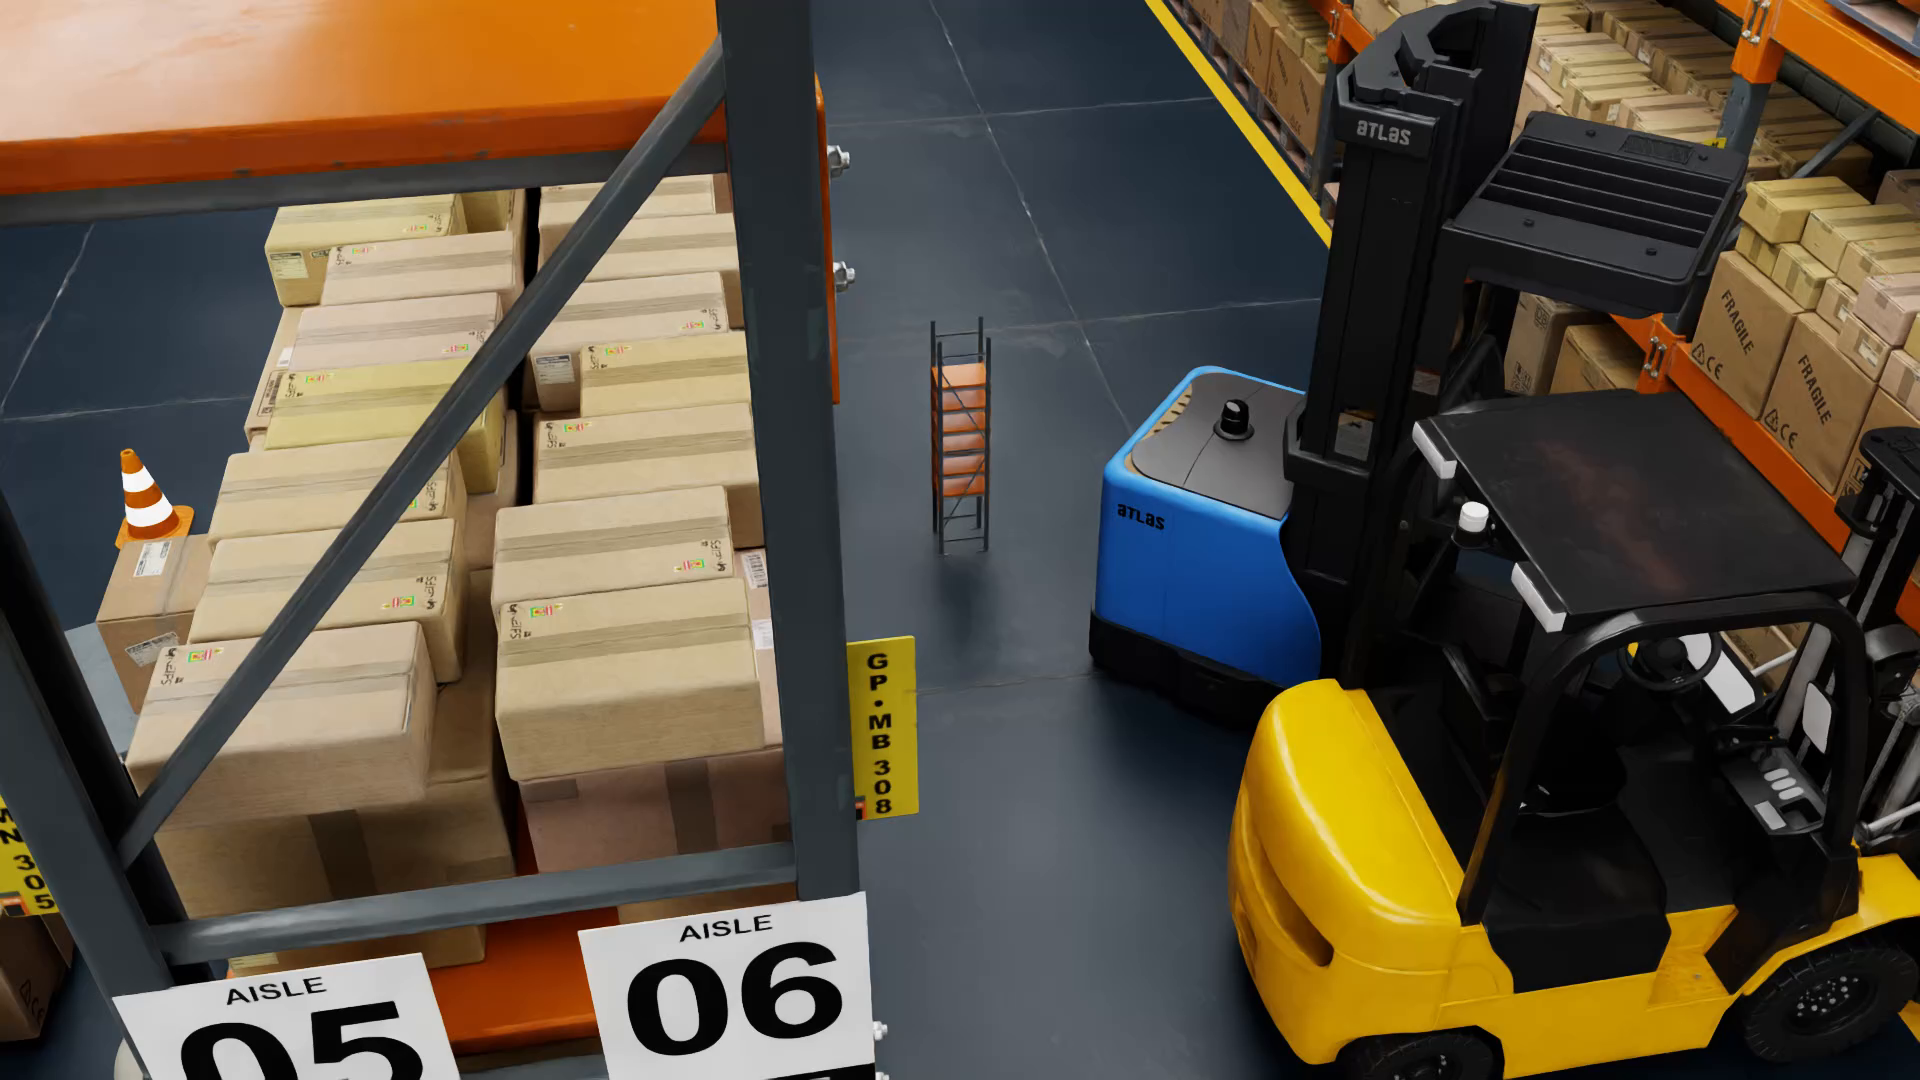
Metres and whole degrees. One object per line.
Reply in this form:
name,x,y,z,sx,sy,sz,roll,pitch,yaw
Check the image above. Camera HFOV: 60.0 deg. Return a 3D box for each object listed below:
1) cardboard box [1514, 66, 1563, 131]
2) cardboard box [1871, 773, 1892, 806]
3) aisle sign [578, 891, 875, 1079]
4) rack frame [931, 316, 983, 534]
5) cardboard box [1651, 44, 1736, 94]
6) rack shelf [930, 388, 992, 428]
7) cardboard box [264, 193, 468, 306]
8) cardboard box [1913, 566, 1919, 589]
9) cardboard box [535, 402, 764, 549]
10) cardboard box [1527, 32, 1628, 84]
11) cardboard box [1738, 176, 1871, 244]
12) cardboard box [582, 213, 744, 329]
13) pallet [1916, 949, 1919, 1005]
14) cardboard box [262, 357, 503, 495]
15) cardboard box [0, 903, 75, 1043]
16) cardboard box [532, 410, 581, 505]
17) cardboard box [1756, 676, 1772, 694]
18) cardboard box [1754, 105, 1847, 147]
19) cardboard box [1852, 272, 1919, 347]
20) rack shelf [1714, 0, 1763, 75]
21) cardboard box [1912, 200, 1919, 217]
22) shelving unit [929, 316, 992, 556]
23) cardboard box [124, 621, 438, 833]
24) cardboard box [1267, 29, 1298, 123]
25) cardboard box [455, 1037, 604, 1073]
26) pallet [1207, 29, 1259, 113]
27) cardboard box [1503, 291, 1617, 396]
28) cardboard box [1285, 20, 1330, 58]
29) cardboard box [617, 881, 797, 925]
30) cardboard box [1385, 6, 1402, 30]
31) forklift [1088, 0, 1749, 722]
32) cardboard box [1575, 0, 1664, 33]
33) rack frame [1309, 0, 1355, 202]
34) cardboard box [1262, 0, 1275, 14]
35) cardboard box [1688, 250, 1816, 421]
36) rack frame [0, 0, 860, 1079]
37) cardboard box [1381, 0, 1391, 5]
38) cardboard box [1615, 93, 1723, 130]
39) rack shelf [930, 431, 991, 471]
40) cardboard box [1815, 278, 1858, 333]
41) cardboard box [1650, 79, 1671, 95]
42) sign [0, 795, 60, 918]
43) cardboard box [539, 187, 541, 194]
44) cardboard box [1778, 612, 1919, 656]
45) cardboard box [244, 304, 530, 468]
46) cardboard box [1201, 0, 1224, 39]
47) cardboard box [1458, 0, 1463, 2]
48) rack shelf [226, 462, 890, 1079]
cardboard box,3.025,-2.134,8.166,0.500,0.250,0.500,-6,38,-7
cardboard box,3.579,0.855,6.096,0.500,0.250,0.500,-6,38,-8
aisle sign,-0.325,0.822,2.527,0.394,0.787,0.004,-6,38,-8
rack frame,-0.014,-0.520,7.842,0.240,1.200,0.006,-6,38,-8
cardboard box,3.571,-2.262,8.006,0.380,0.149,0.250,-6,38,-8
rack shelf,0.003,-0.620,7.651,0.258,0.103,0.180,-6,38,-8
cardboard box,-1.293,-0.651,3.652,0.380,0.149,0.250,-5,38,-7
cardboard box,3.629,0.074,5.528,0.500,0.500,0.500,-6,38,-8
cardboard box,-0.546,-0.100,2.944,0.380,0.149,0.250,-6,38,-8
cardboard box,3.012,-2.354,8.125,0.380,0.149,0.250,-6,38,-8
cardboard box,3.307,-1.296,6.520,0.380,0.149,0.250,-5,38,-7
cardboard box,-0.619,-0.566,3.543,0.380,0.149,0.250,-5,38,-7
pallet,3.859,1.217,6.411,1.003,0.211,1.213,-6,38,-8
cardboard box,-1.055,-0.199,3.071,0.380,0.149,0.250,-6,38,-8
cardboard box,-3.614,1.424,5.796,0.797,0.637,0.503,-6,38,-8
cardboard box,-0.546,-0.036,3.185,0.500,0.250,0.500,-7,38,-9
cardboard box,3.512,0.754,6.633,0.500,0.250,0.500,-6,38,-7
cardboard box,3.698,-1.806,7.419,0.380,0.149,0.250,-7,38,-9
cardboard box,3.440,-0.828,5.918,0.380,0.149,0.250,-5,38,-7
rack shelf,3.193,-3.216,7.986,1.077,0.370,4.000,-6,38,-8
cardboard box,3.900,-1.204,6.402,0.380,0.149,0.250,-7,38,-9
shelving unit,0.003,-0.465,7.771,0.258,1.200,0.189,-6,38,-8
cardboard box,-0.991,0.272,2.465,0.380,0.149,0.250,-6,38,-8
cardboard box,2.479,-3.238,11.568,0.500,0.500,0.500,-7,38,-9
cardboard box,-0.946,1.008,3.269,0.700,0.500,0.500,-7,38,-9
pallet,2.538,-3.612,12.628,1.003,0.211,1.213,-6,38,-8
cardboard box,3.313,-1.119,8.738,0.875,0.625,0.625,-7,38,-8
cardboard box,2.428,-3.391,11.236,0.380,0.149,0.250,-8,39,-10
cardboard box,-0.380,0.524,2.790,0.380,0.149,0.250,-6,38,-8
cardboard box,2.763,-2.865,9.516,0.500,0.250,0.500,-7,38,-9
forklift,2.103,-0.397,6.271,3.031,2.935,1.130,20,42,24
cardboard box,3.387,-2.719,8.595,0.380,0.149,0.250,-5,38,-7
rack frame,2.842,-3.523,10.240,1.000,3.000,0.127,-6,38,-8
cardboard box,2.379,-3.869,11.852,0.380,0.149,0.250,-7,38,-9
cardboard box,3.364,-0.851,6.718,0.500,0.500,0.500,-7,38,-9
rack frame,-0.641,-0.524,1.490,1.000,3.000,0.127,-6,38,-8
cardboard box,2.655,-3.365,9.750,0.500,0.250,0.500,-6,38,-8
cardboard box,3.211,-1.893,7.531,0.380,0.149,0.250,-6,38,-8
rack shelf,0.003,-0.430,7.798,0.258,0.103,0.180,-6,38,-8
cardboard box,3.461,-0.872,6.217,0.380,0.149,0.250,-6,38,-8
cardboard box,3.550,-2.195,8.246,0.500,0.250,0.500,-7,38,-9
sign,-1.191,0.358,2.077,0.100,0.325,0.005,-6,38,-8
cardboard box,-0.835,-0.962,4.378,0.500,0.250,0.500,-7,38,-9
cardboard box,3.498,0.353,6.335,0.500,0.250,0.500,-5,38,-6
cardboard box,-1.179,-0.295,3.519,0.500,0.250,0.500,-5,38,-7
cardboard box,2.191,-4.179,12.780,0.500,0.500,0.500,-7,38,-9
cardboard box,2.845,-2.816,8.720,0.380,0.149,0.250,-5,38,-7
rack shelf,-0.992,-0.264,4.186,1.077,0.370,4.000,-6,38,-8
